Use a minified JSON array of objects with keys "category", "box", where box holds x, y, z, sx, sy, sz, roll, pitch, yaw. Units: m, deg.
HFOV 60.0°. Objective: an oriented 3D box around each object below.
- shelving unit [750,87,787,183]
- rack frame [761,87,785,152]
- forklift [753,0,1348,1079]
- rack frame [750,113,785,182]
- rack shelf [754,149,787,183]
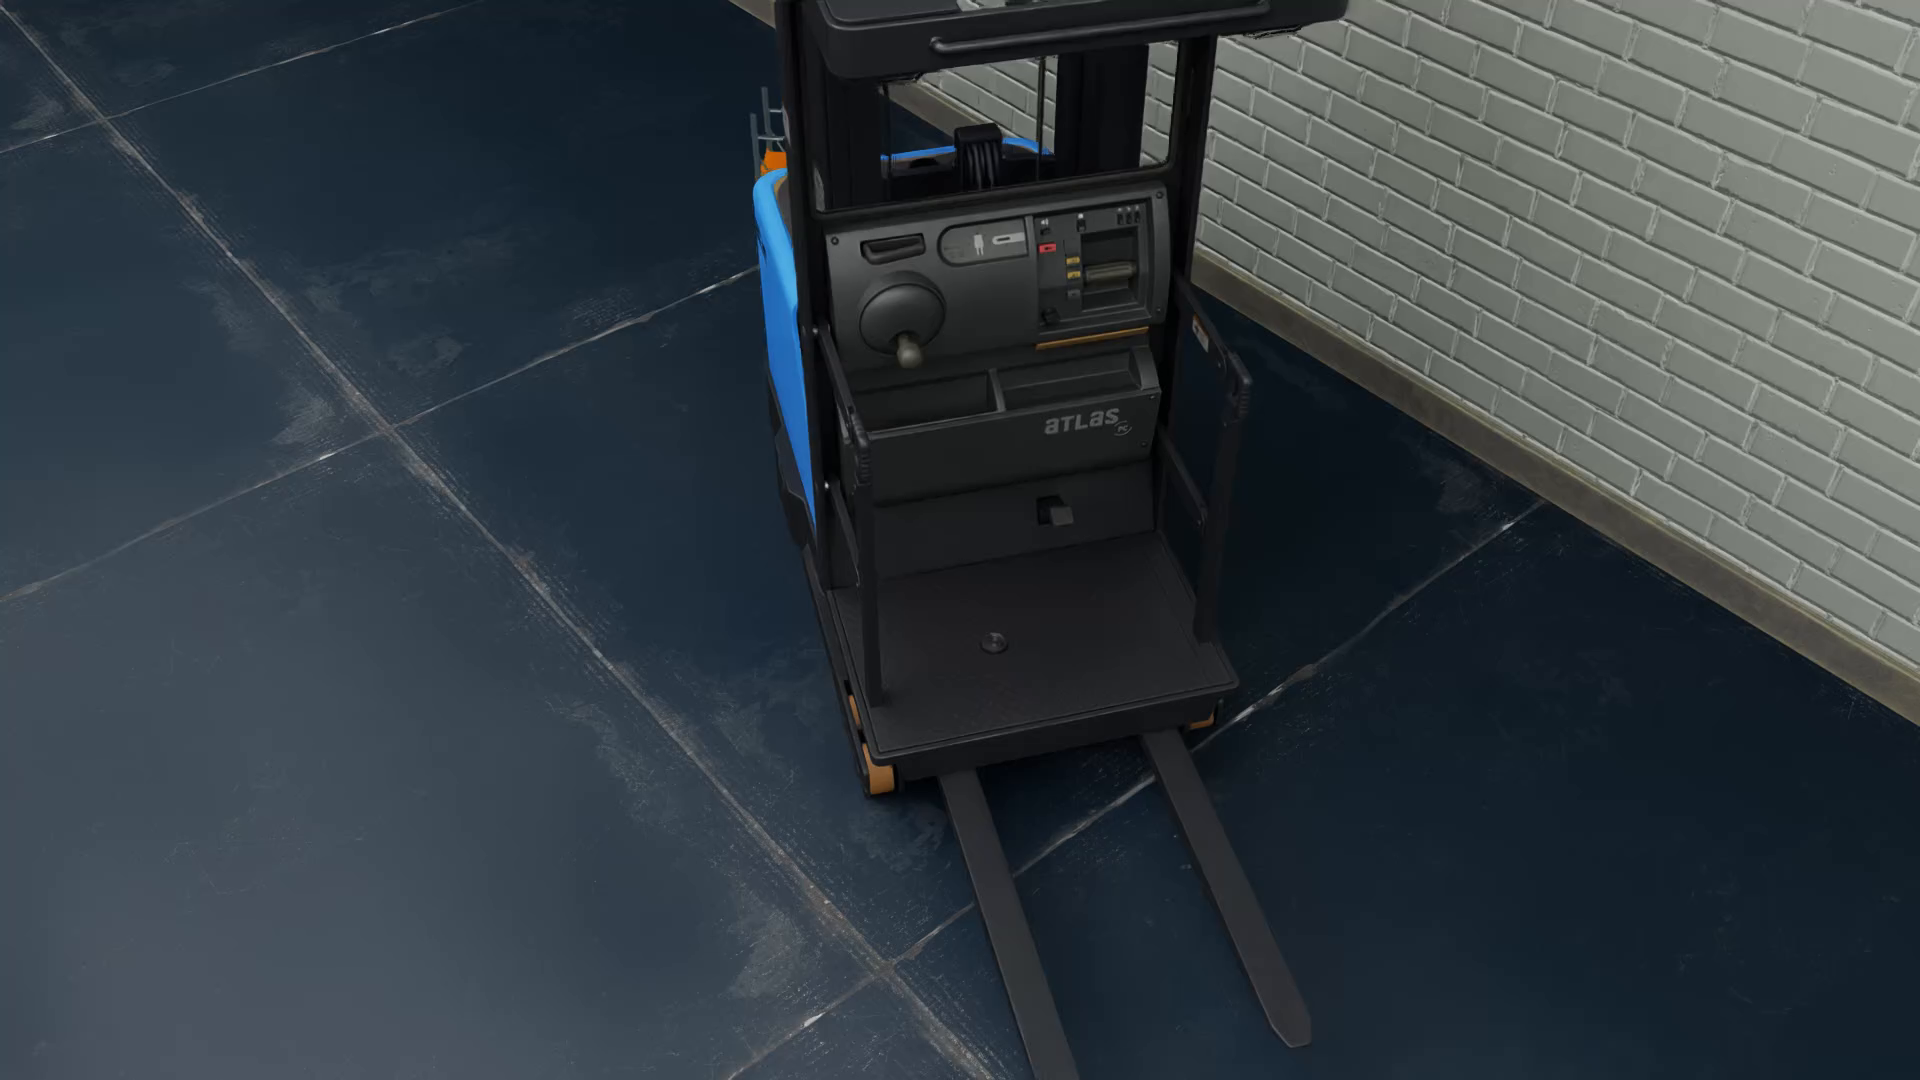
[{"category":"shelving unit","box":[-0.565,-1.022,5.961,0.258,1.200,0.189,5,43,5]},{"category":"rack frame","box":[-0.554,-1.084,6.028,0.240,1.200,0.006,5,43,5]},{"category":"forklift","box":[0.167,-0.611,4.259,1.130,2.935,3.031,-10,44,-11]},{"category":"rack frame","box":[-0.576,-0.960,5.895,0.240,1.200,0.006,5,43,5]},{"category":"rack shelf","box":[-0.565,-1.253,5.746,0.258,0.103,0.180,5,43,5]}]
